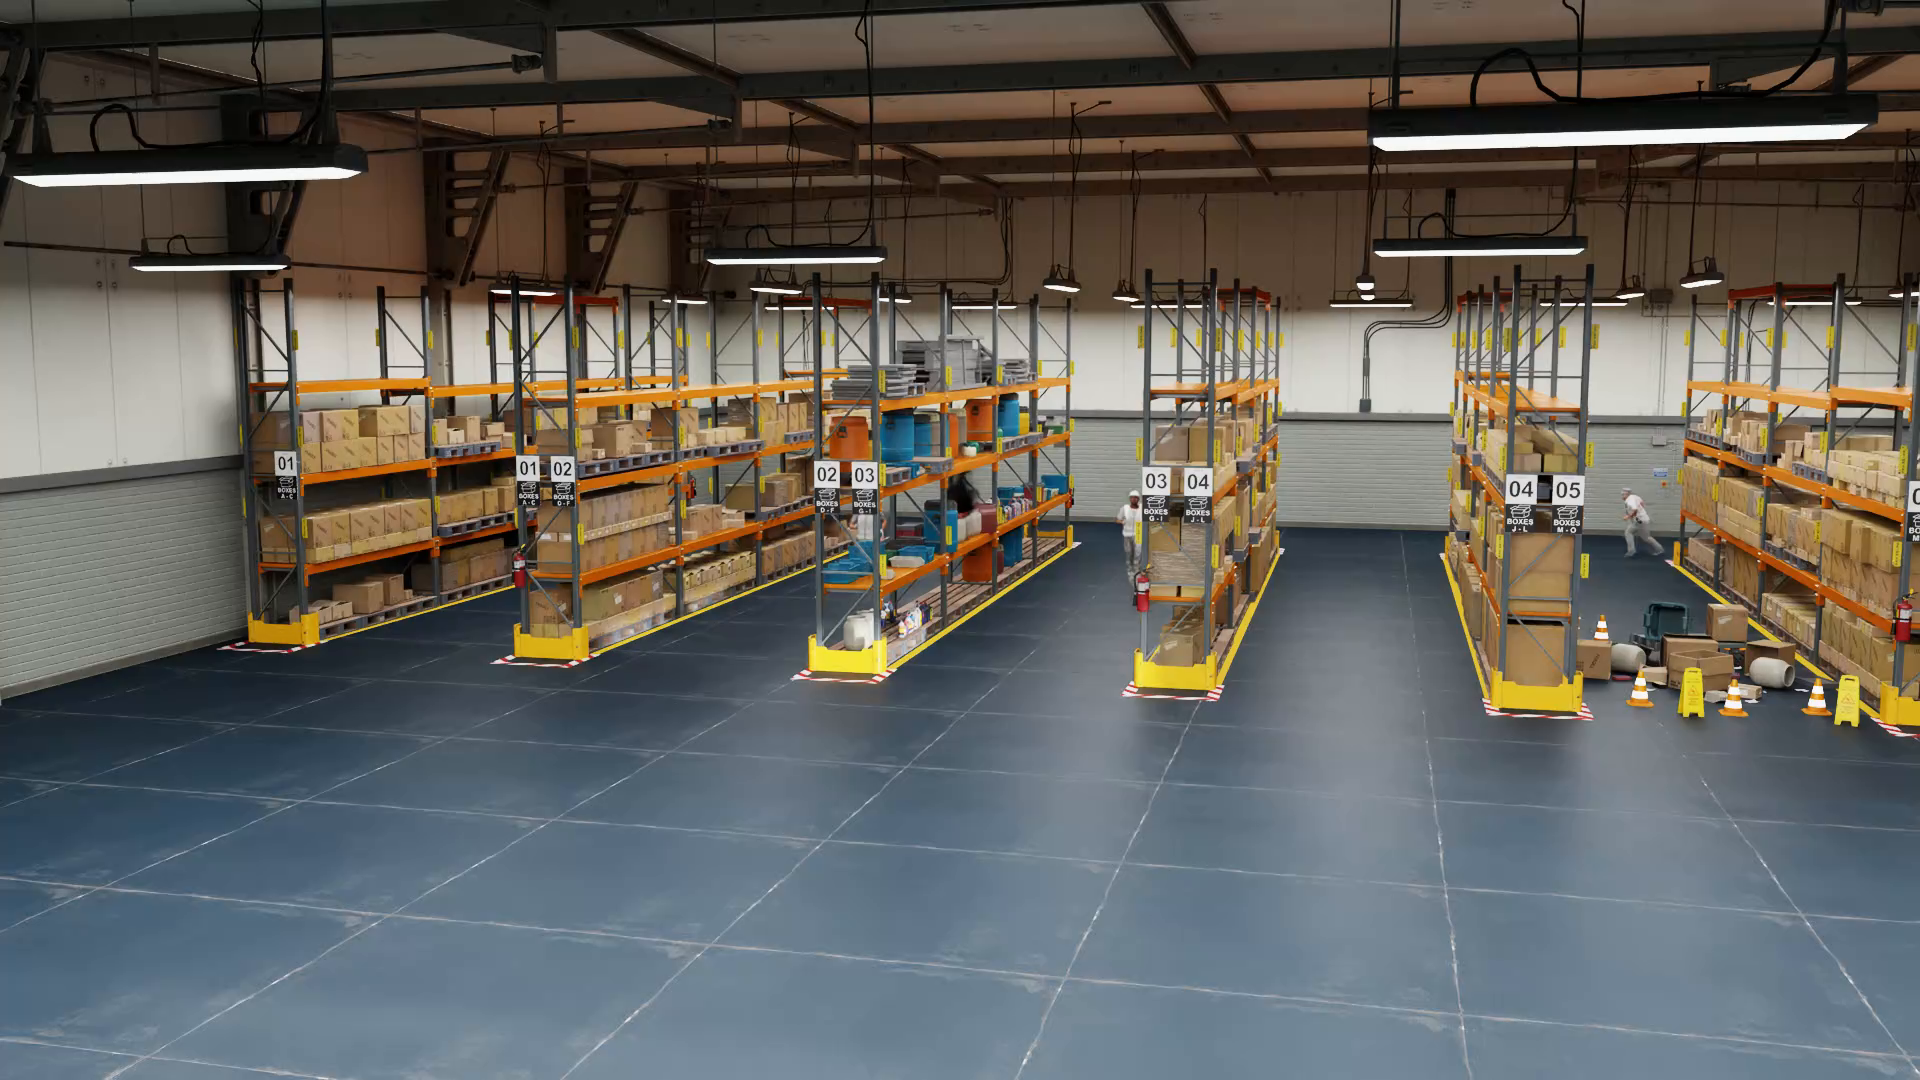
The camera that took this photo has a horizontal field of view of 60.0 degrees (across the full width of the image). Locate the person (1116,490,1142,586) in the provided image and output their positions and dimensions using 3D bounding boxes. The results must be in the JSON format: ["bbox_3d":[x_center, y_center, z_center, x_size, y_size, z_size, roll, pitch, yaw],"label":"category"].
[{"bbox_3d":[3.345,-0.037,32.084,0.677,1.837,0.892,1,7,10],"label":"person"}]

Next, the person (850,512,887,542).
[{"bbox_3d":[-1.772,0.039,31.581,0.668,1.822,0.929,2,7,13],"label":"person"}]

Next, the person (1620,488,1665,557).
[{"bbox_3d":[15.811,-0.378,38.526,1.023,1.646,0.661,3,7,21],"label":"person"}]
